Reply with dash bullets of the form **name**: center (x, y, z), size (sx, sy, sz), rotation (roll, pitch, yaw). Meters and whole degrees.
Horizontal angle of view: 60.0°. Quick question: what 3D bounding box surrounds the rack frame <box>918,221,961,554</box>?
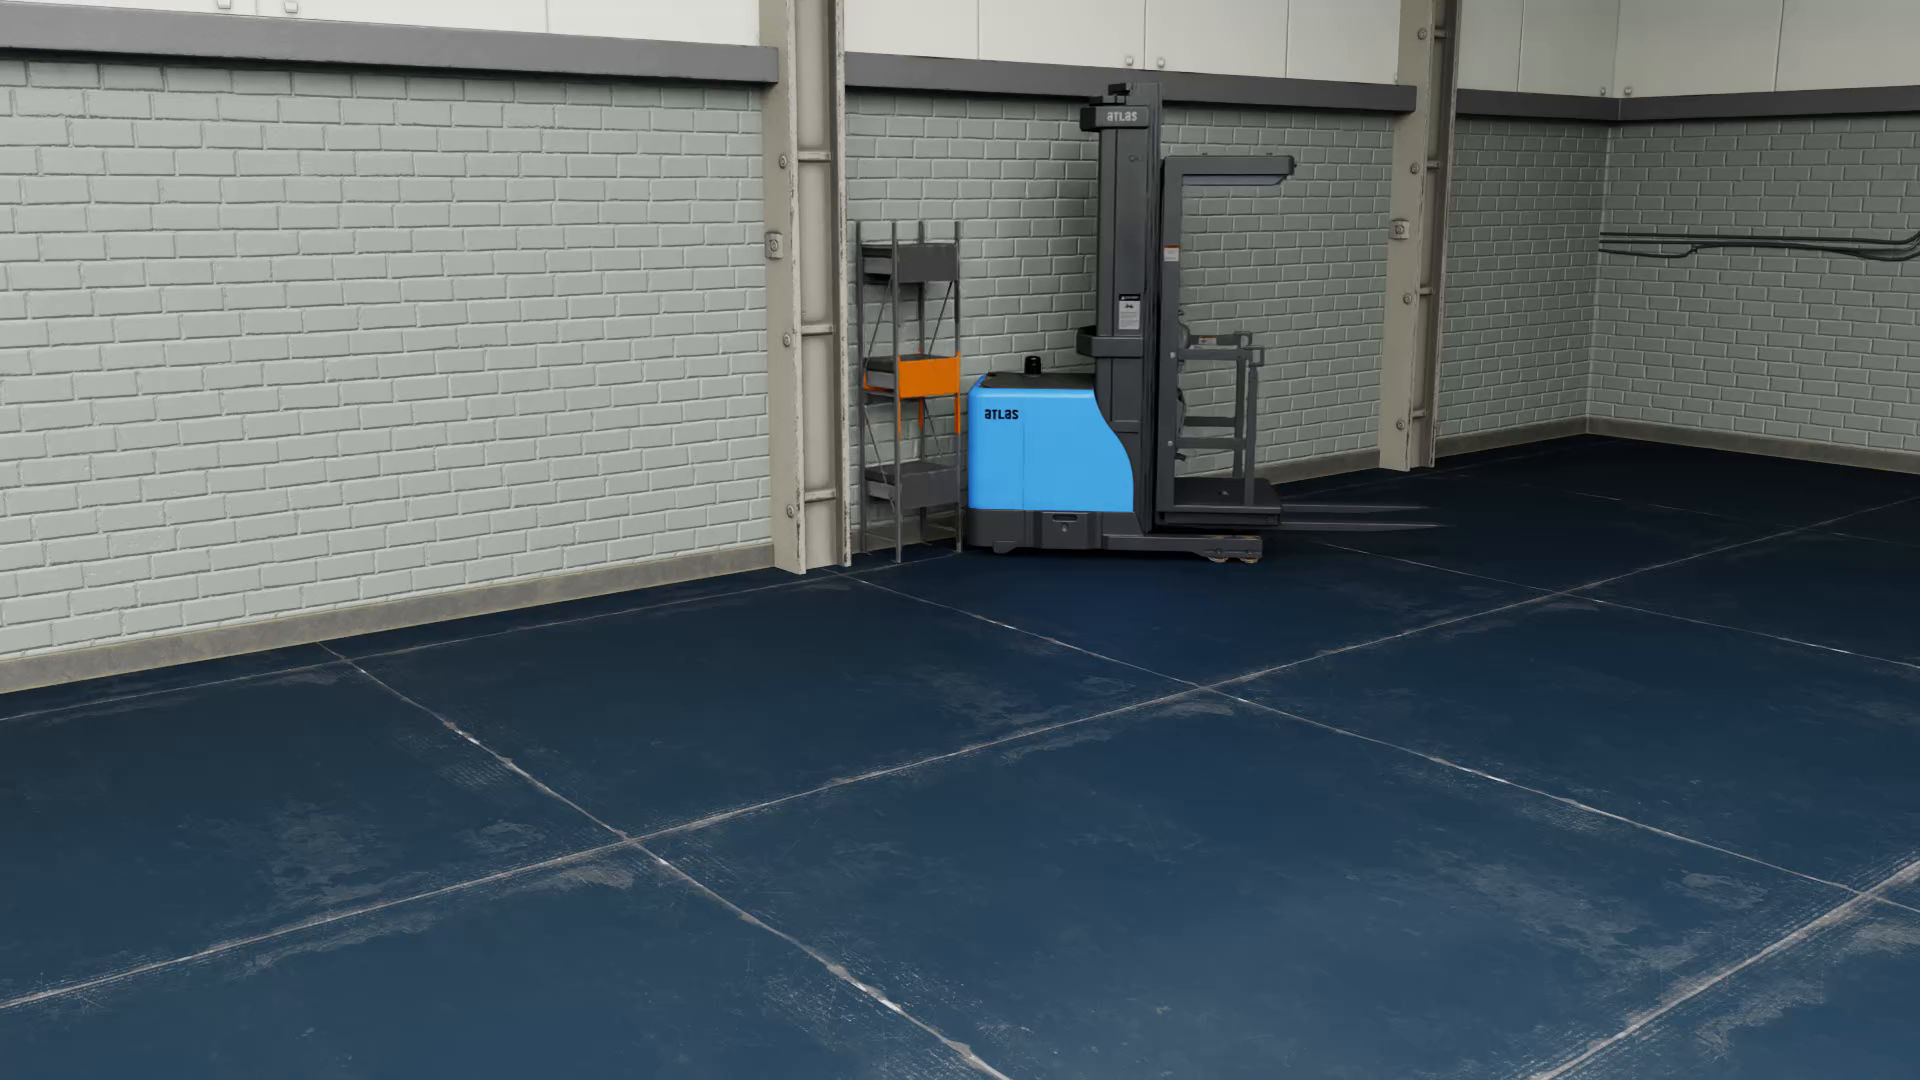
- **rack frame**: center (-0.128, -0.972, 10.643), size (0.015, 2.100, 0.400), rotation (-10, 15, -38)

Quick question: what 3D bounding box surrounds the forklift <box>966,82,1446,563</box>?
- **forklift**: center (1.586, -1.403, 10.680), size (3.031, 2.935, 1.130), rotation (1, 12, 5)

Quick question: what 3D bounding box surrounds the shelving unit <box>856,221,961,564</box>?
- **shelving unit**: center (-0.317, -0.941, 10.491), size (0.503, 2.100, 0.431), rotation (-10, 15, -38)

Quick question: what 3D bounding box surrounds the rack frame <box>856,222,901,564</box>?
- **rack frame**: center (-0.506, -0.909, 10.340), size (0.015, 2.100, 0.400), rotation (-10, 15, -38)

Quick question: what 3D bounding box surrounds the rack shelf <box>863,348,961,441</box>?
- **rack shelf**: center (-0.317, -0.927, 10.494), size (0.480, 0.518, 0.431), rotation (-10, 15, -38)

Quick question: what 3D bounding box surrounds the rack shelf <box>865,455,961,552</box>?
- **rack shelf**: center (-0.314, -0.241, 10.634), size (0.480, 0.518, 0.431), rotation (-10, 15, -38)

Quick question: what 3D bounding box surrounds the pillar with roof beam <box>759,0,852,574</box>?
- **pillar with roof beam**: center (1.765, -3.544, 6.156), size (0.400, 9.000, 9.100), rotation (-9, 15, -38)

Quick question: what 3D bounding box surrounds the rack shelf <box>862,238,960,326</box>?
- **rack shelf**: center (-0.320, -1.613, 10.355), size (0.480, 0.518, 0.431), rotation (-10, 15, -38)

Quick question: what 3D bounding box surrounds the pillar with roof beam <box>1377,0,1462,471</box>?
- **pillar with roof beam**: center (6.451, -4.323, 9.823), size (0.400, 9.000, 9.100), rotation (-9, 15, -38)

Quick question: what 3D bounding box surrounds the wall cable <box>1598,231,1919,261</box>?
- **wall cable**: center (6.888, -3.670, 14.224), size (0.112, 2.526, 3.097), rotation (-9, 15, -38)
